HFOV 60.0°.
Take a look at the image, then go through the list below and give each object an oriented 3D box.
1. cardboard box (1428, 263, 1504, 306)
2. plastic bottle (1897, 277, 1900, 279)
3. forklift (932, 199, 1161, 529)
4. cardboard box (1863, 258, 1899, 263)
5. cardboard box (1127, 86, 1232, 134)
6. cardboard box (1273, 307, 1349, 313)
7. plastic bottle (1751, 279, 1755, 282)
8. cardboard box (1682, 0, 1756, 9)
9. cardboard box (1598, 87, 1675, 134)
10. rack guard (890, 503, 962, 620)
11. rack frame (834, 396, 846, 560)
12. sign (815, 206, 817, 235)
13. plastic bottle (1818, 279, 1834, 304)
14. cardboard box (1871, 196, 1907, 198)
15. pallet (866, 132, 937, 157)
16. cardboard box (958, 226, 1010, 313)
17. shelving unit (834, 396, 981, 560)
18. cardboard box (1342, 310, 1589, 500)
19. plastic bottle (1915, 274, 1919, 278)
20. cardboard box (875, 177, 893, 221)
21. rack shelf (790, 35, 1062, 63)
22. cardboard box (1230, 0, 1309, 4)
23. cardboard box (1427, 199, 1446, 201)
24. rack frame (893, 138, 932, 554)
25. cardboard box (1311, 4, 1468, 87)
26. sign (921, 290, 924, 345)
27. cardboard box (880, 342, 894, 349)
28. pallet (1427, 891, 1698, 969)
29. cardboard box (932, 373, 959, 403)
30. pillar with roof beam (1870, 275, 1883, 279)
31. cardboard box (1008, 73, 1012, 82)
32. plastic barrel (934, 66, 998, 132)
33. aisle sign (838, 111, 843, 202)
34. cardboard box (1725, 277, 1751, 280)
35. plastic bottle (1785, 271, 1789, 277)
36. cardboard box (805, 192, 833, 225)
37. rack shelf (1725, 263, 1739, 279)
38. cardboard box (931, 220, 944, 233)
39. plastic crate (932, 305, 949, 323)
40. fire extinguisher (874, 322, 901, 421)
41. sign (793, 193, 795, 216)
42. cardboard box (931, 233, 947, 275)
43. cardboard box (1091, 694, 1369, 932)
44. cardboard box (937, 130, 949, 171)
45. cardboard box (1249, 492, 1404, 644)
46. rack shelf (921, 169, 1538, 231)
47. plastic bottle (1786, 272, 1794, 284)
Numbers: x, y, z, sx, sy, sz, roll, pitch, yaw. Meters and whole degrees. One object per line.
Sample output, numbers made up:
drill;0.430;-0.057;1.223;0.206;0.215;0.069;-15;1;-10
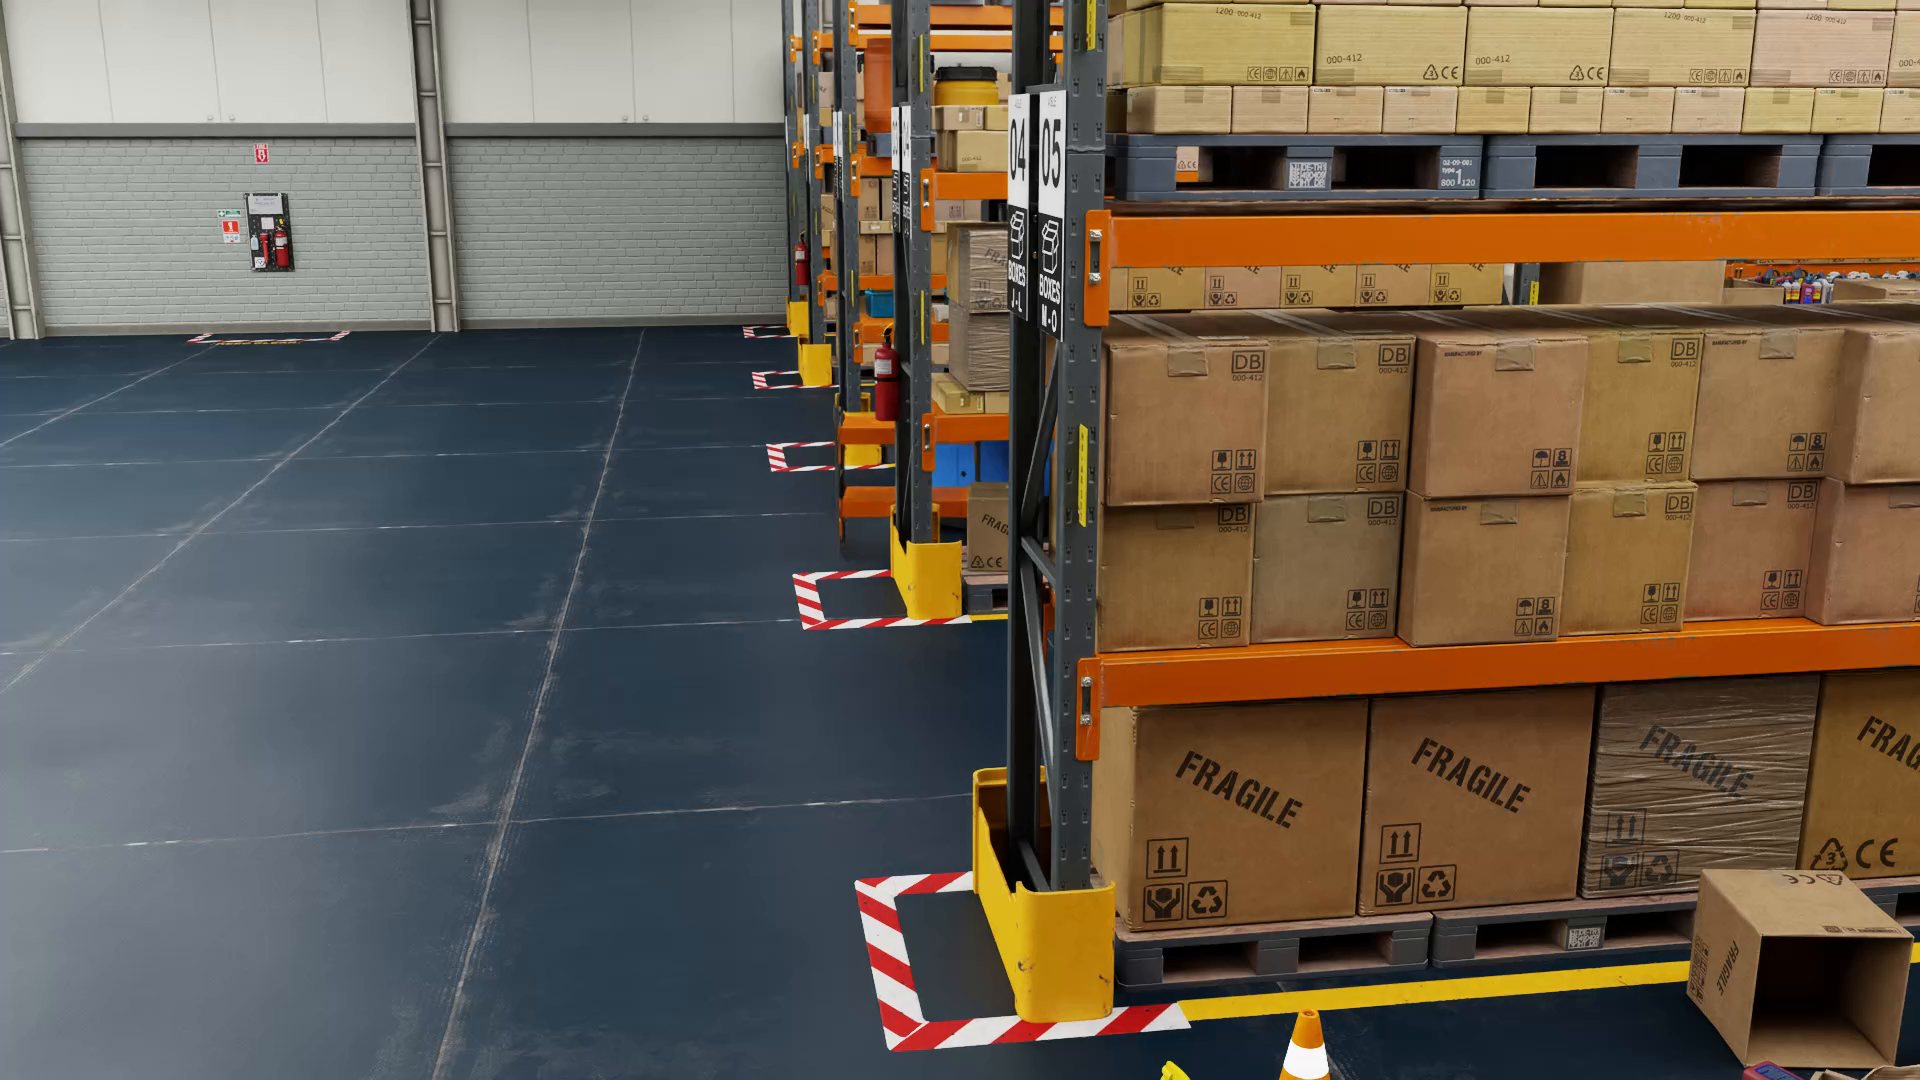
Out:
cardboard box;3.238;-1.824;10.955;0.500;0.500;0.500;-2;14;-8
plastic bottle;9.577;-2.553;17.000;0.097;0.271;0.097;0;14;0
forklift;0.928;-1.734;13.612;1.130;2.935;3.031;11;18;38
cardboard box;12.129;-3.959;22.134;0.500;0.500;0.500;-2;14;-9
cardboard box;0.713;-1.407;5.448;0.250;0.149;0.380;-2;14;-8
cardboard box;2.209;-1.368;11.193;0.500;0.500;0.875;-2;14;-8
plastic bottle;7.933;-2.457;16.592;0.133;0.283;0.061;-2;14;-8
cardboard box;2.465;-1.859;5.609;0.250;0.149;0.380;-2;14;-8
cardboard box;2.212;-1.463;5.668;0.250;0.149;0.380;-2;14;-8
rack guard;-0.238;0.126;11.191;0.348;0.500;1.175;-2;14;-8
rack frame;-0.884;-0.464;12.258;0.032;1.125;0.500;0;14;0
sign;-1.709;-3.791;19.730;0.005;0.325;0.100;-2;14;-8
plastic bottle;8.707;-2.493;16.750;0.135;0.276;0.152;-2;14;-8
cardboard box;12.118;-4.441;22.001;0.500;0.500;0.500;-2;14;-7
pallet;-0.218;-3.645;15.310;1.213;0.211;1.003;-2;14;-8
cardboard box;0.271;-1.716;10.524;0.500;0.500;0.500;-2;14;-8
shelving unit;-0.376;-0.463;12.256;1.048;1.125;0.538;0;14;0
cardboard box;1.803;-0.517;6.089;0.550;0.550;0.875;-2;14;-8
plastic bottle;9.772;-2.567;16.893;0.185;0.351;0.144;-2;14;-8
cardboard box;-0.750;-4.180;20.352;0.500;0.500;0.700;-2;14;-10
rack shelf;-0.549;-7.290;24.776;4.000;0.370;1.077;-2;14;-8
cardboard box;0.951;-1.803;5.388;0.250;0.149;0.380;-2;14;-8
cardboard box;7.426;-5.162;26.279;0.500;0.500;0.500;-2;14;-7
rack frame;-0.313;-1.084;10.876;0.127;3.000;1.000;-2;14;-8
cardboard box;1.343;-1.640;5.556;0.500;0.250;0.500;-2;14;-9
sign;-0.232;-1.373;10.250;0.005;0.325;0.100;-2;14;-8
cardboard box;-0.728;-2.321;20.601;0.500;0.250;0.500;-2;14;-8
pallet;2.309;1.375;6.807;1.213;0.211;1.003;-2;14;-8
cardboard box;-0.062;-1.022;11.146;0.250;0.149;0.380;-2;14;-8
pillar with roof beam;16.477;-7.418;23.802;0.400;9.000;9.100;-2;14;-8
cardboard box;0.973;-6.718;24.873;0.500;0.500;0.500;-3;14;-13
plastic barrel;0.057;-4.097;15.474;0.600;0.588;0.600;0;14;0
aisle sign;-1.079;-3.463;15.019;0.004;0.787;0.394;-2;14;-8
cardboard box;12.617;-4.180;27.497;0.500;0.500;0.700;-2;14;-8
plastic bottle;8.641;-2.678;17.475;0.133;0.283;0.061;-2;14;-8
cardboard box;-2.093;-5.027;25.325;0.500;0.500;0.500;-2;14;-9
rack shelf;8.103;-3.480;21.911;4.000;0.370;1.077;-2;14;-8
cardboard box;-0.345;-3.830;20.288;0.250;0.149;0.380;-3;14;-10
plastic crate;-0.118;-2.102;15.479;0.250;0.136;0.298;-2;14;-8
fire extinguisher;-0.495;-1.153;11.311;0.183;0.674;0.296;-2;14;-8
sign;-2.446;-4.947;24.503;0.005;0.325;0.100;-2;14;-8
cardboard box;-0.311;-3.566;20.568;0.500;0.500;0.700;-2;14;-8
cardboard box;0.987;0.900;6.473;0.875;0.875;0.875;-2;14;-8
cardboard box;0.126;-2.544;10.843;0.500;0.250;0.500;-2;14;-7
cardboard box;1.227;-0.009;6.283;0.550;0.550;0.875;-2;14;-8
rack shelf;1.665;-2.262;10.888;4.000;0.370;1.077;-2;14;-8
plastic bottle;8.650;-2.664;17.417;0.133;0.283;0.061;-2;14;-8
